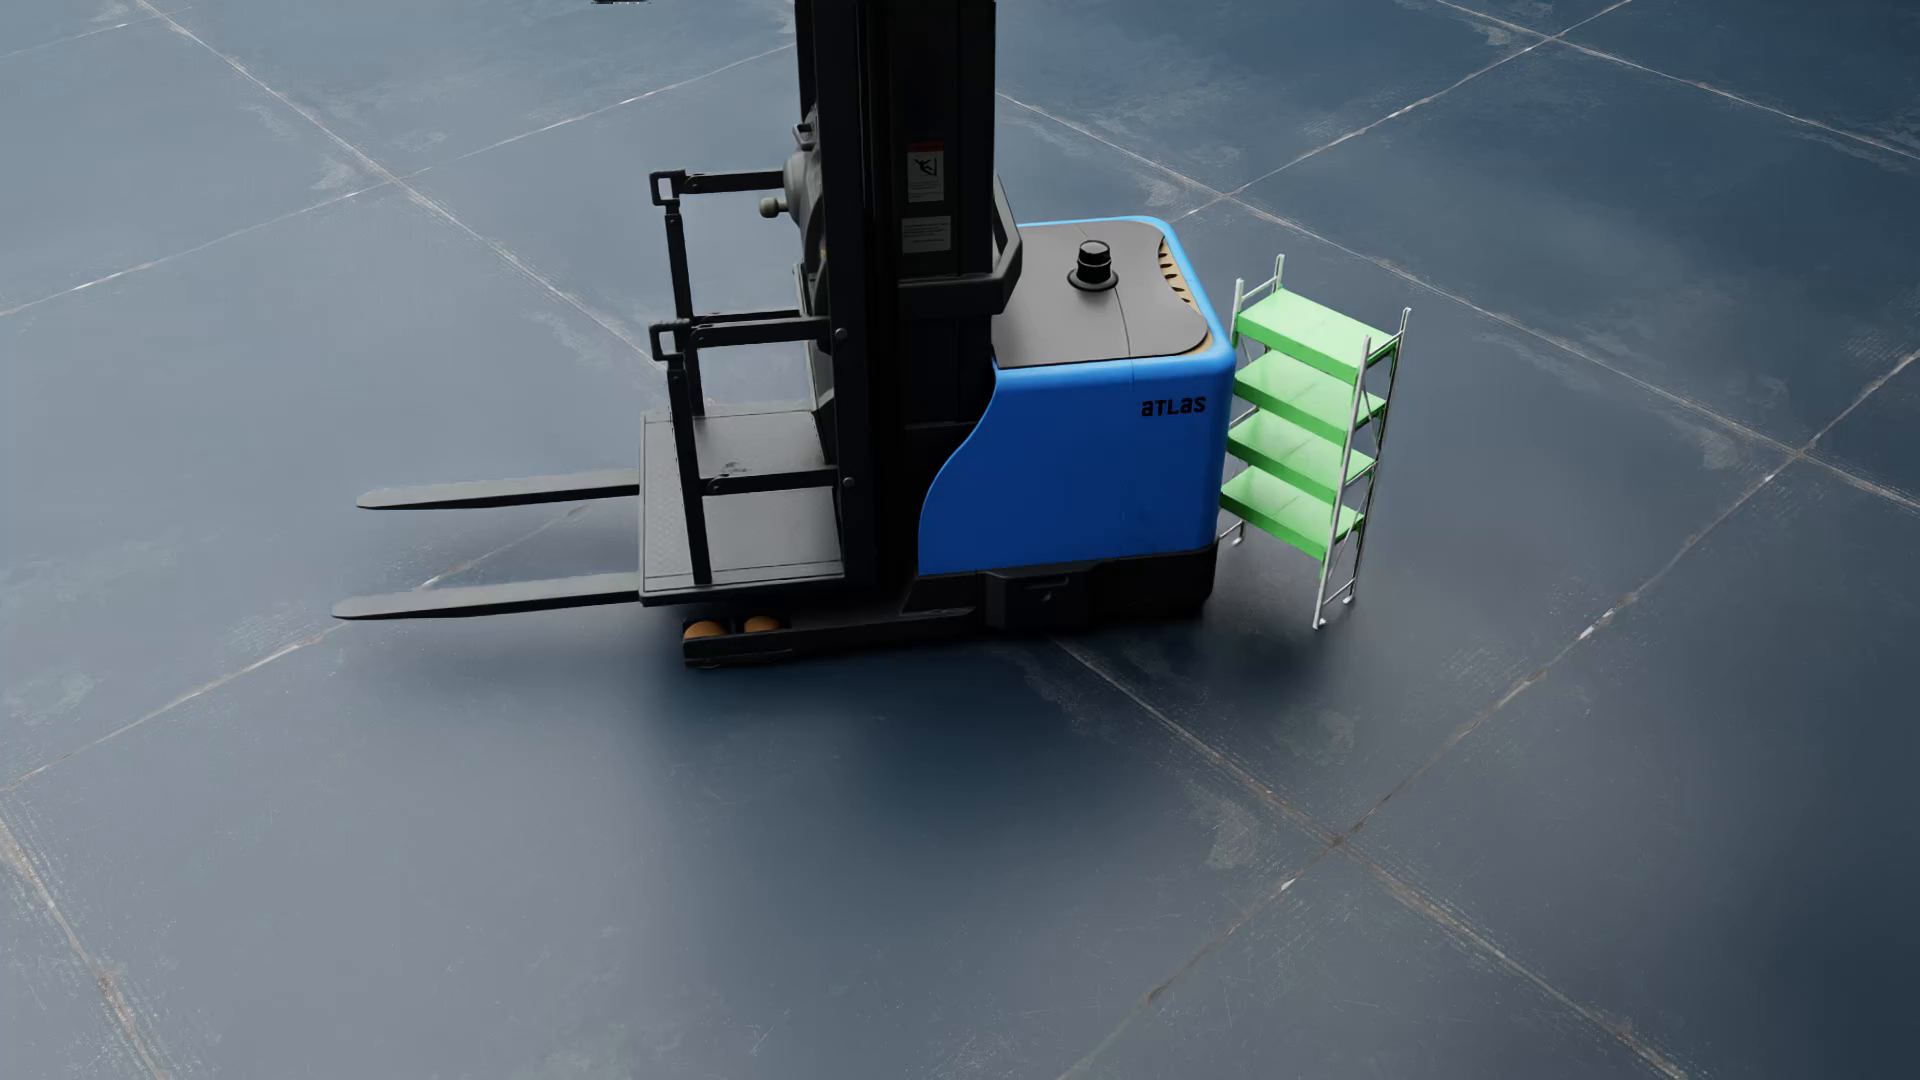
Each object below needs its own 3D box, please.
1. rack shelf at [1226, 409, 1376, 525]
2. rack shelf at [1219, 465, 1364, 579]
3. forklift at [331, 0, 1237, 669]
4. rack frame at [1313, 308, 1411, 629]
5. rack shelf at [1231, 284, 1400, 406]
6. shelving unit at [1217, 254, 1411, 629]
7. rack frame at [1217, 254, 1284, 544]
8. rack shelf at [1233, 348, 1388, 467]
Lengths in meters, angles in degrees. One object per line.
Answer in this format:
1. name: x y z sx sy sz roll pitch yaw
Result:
1. rack shelf: 1.159 -0.268 5.728 0.480 0.148 0.258 32 48 33
2. rack shelf: 1.159 -0.081 5.879 0.480 0.148 0.258 32 48 33
3. forklift: -0.660 -1.055 5.223 3.031 2.935 1.130 -5 39 -6
4. rack frame: 1.334 -0.210 5.555 0.015 1.200 0.240 32 48 33
5. rack shelf: 1.159 -0.641 5.427 0.480 0.148 0.258 32 48 33
6. shelving unit: 1.159 -0.317 5.688 0.503 1.200 0.258 32 48 33
7. rack frame: 0.985 -0.425 5.821 0.015 1.200 0.240 32 48 33
8. rack shelf: 1.159 -0.454 5.577 0.480 0.148 0.258 32 48 33
